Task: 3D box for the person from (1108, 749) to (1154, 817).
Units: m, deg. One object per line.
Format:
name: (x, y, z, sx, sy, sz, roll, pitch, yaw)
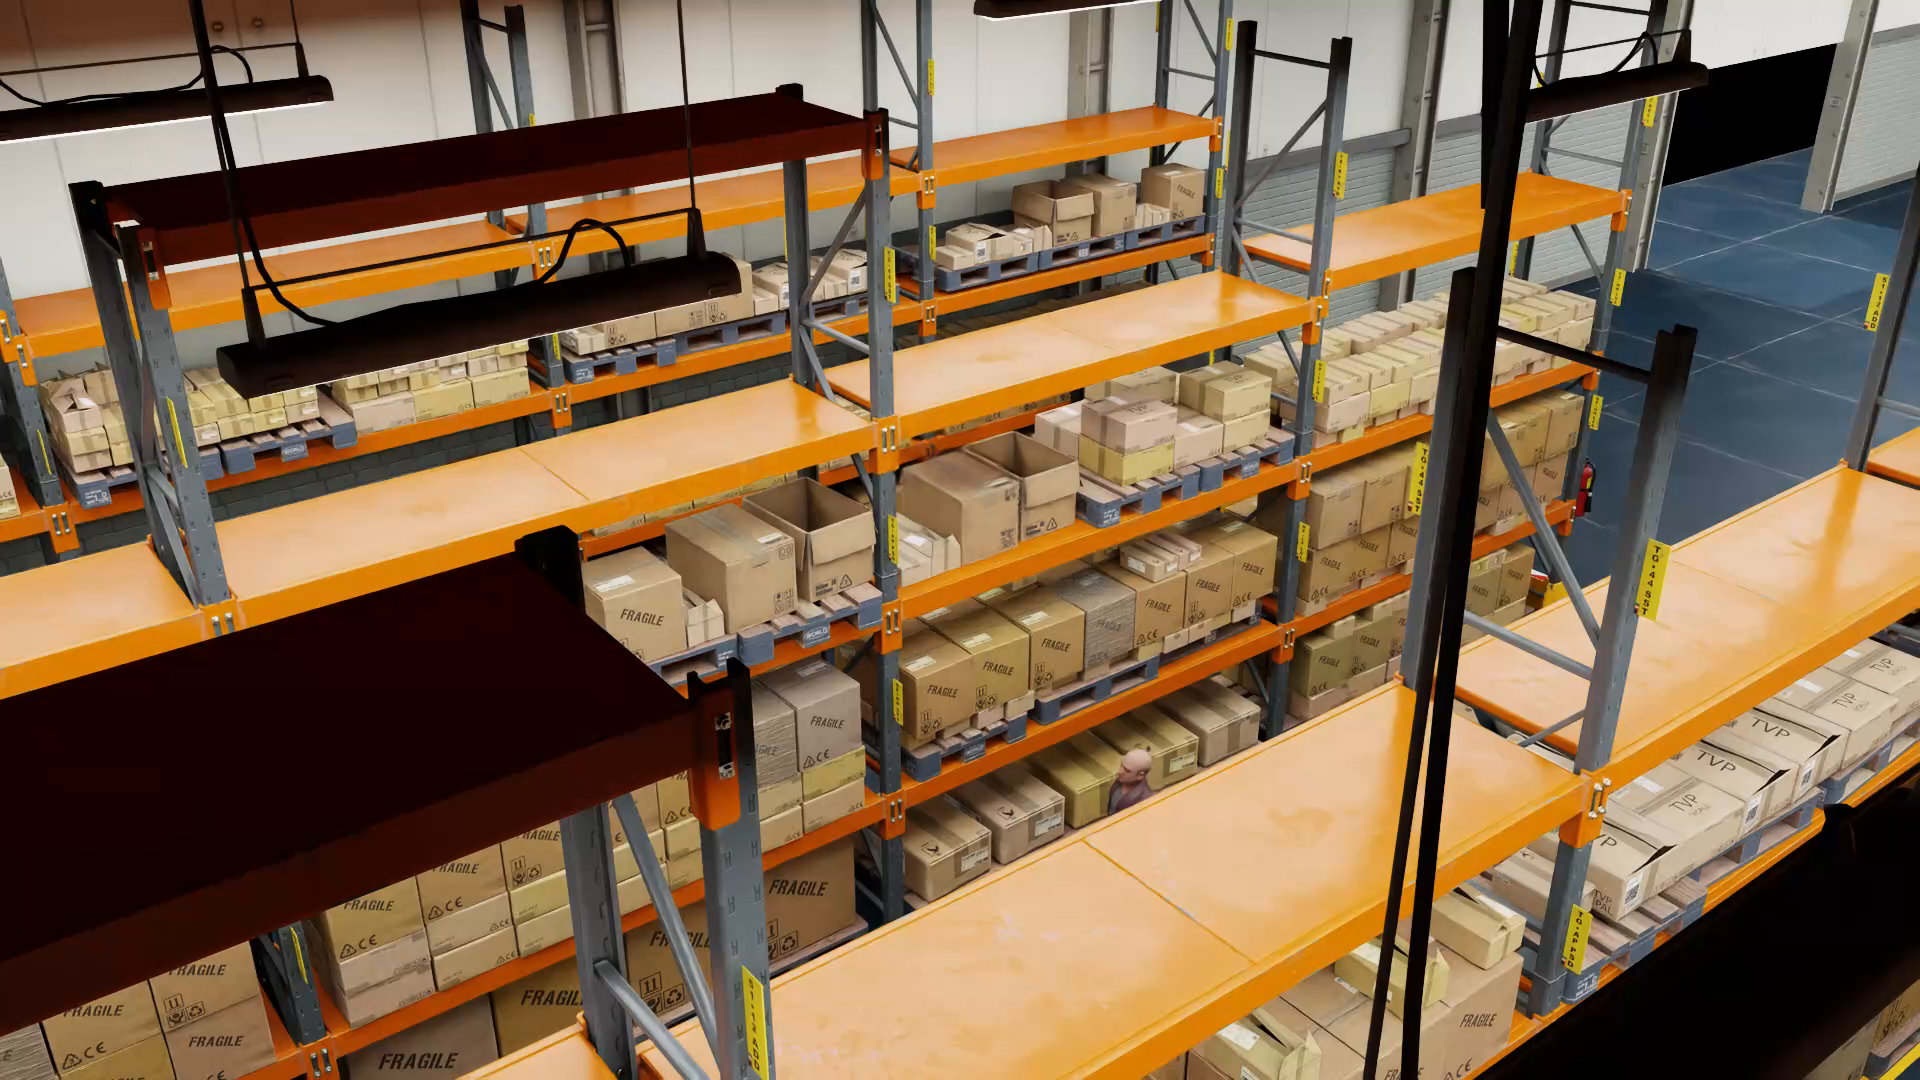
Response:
person: (1.191, 2.115, 11.460, 0.619, 1.646, 0.622, -13, 29, -24)
